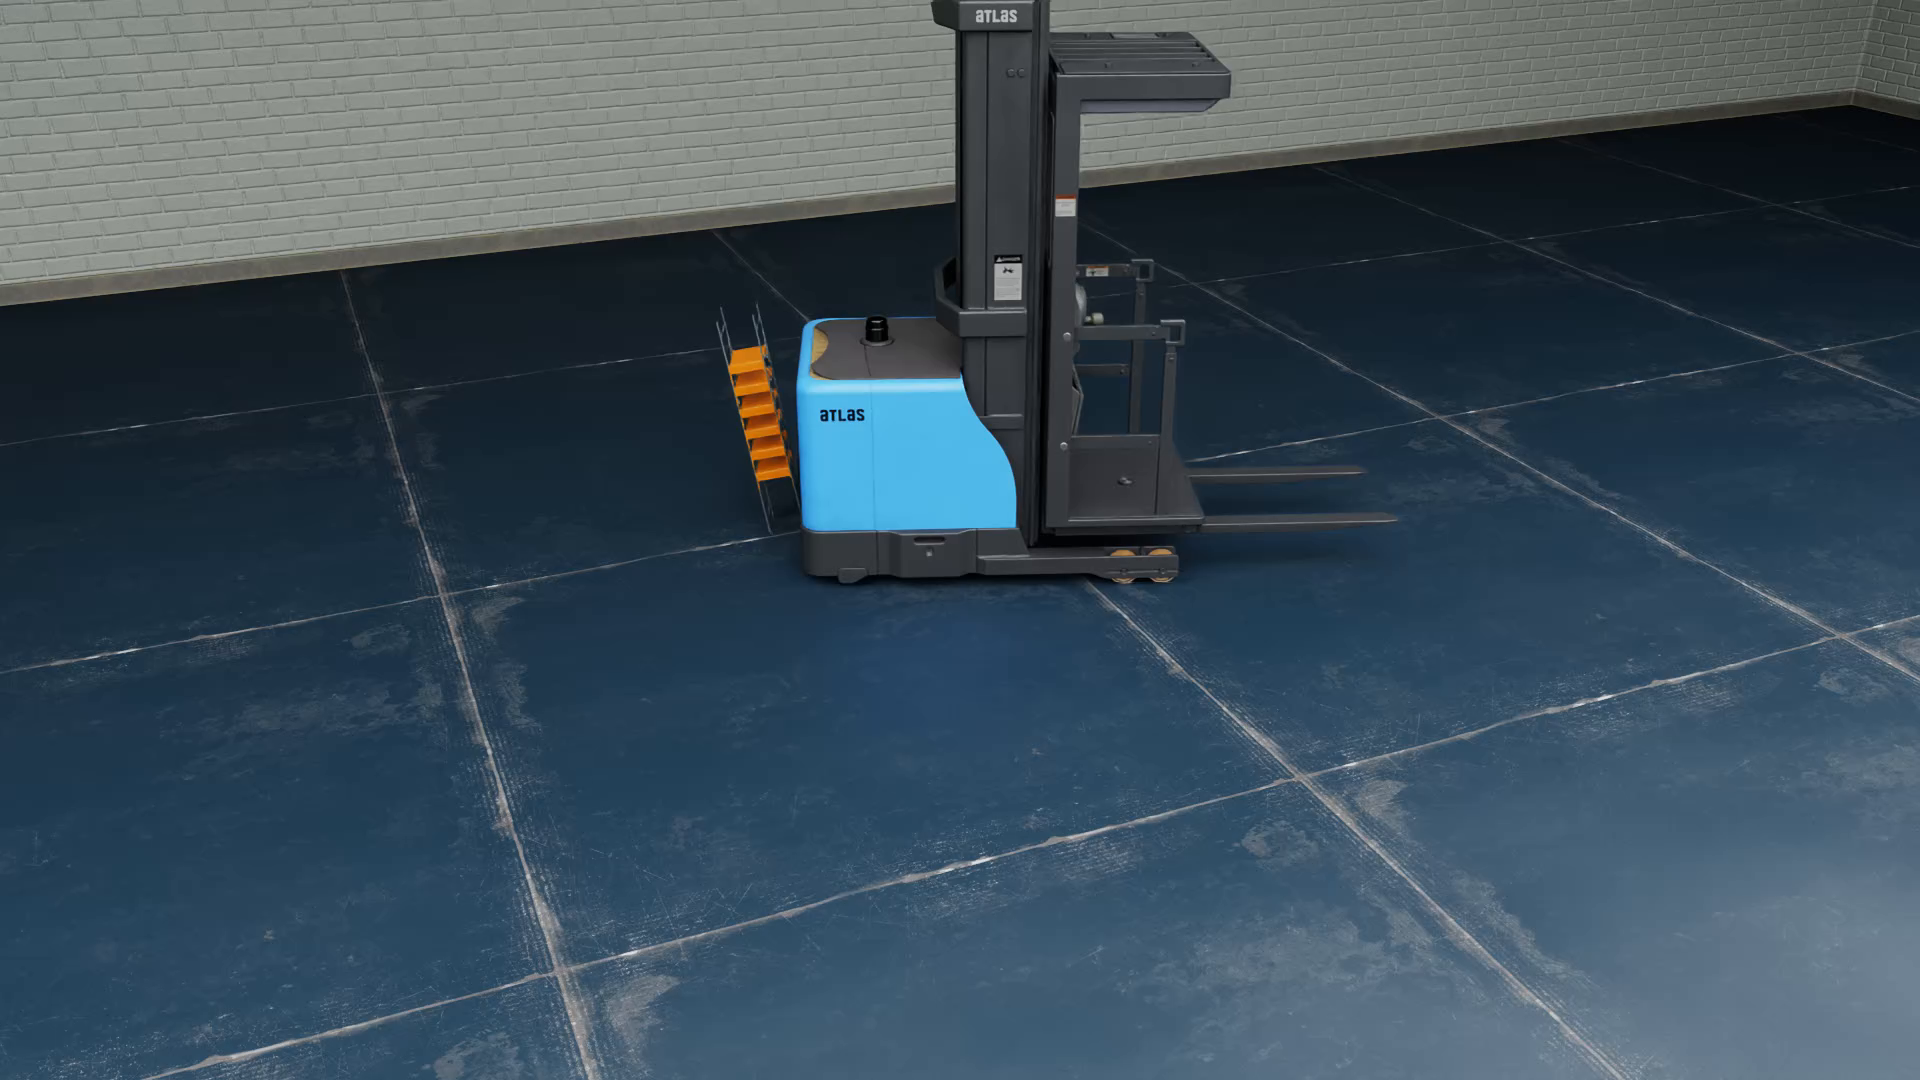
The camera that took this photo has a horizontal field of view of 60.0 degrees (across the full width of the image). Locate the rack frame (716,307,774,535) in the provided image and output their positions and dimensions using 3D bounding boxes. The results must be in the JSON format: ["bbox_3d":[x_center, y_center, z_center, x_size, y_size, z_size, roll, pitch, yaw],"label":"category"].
[{"bbox_3d":[-1.112,-0.607,8.645,0.006,1.200,0.240,-10,26,3],"label":"rack frame"}]

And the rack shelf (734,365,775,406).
[{"bbox_3d":[-1.056,-0.796,8.555,0.180,0.103,0.258,-10,26,3],"label":"rack shelf"}]

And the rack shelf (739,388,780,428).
[{"bbox_3d":[-1.035,-0.690,8.608,0.180,0.103,0.258,-10,26,3],"label":"rack shelf"}]

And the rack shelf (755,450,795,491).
[{"bbox_3d":[-0.972,-0.372,8.766,0.180,0.103,0.258,-10,26,3],"label":"rack shelf"}]

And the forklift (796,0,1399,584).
[{"bbox_3d":[0.704,-1.332,8.137,3.031,2.935,1.130,-1,26,-2],"label":"forklift"}]

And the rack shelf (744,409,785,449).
[{"bbox_3d":[-1.014,-0.584,8.660,0.180,0.103,0.258,-10,26,3],"label":"rack shelf"}]

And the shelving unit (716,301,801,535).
[{"bbox_3d":[-1.021,-0.623,8.641,0.189,1.200,0.258,-10,26,3],"label":"shelving unit"}]

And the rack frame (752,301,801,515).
[{"bbox_3d":[-0.931,-0.639,8.637,0.006,1.200,0.240,-10,26,3],"label":"rack frame"}]

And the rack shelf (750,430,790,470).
[{"bbox_3d":[-0.993,-0.478,8.713,0.180,0.103,0.258,-10,26,3],"label":"rack shelf"}]

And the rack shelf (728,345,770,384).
[{"bbox_3d":[-1.076,-0.901,8.503,0.180,0.103,0.258,-10,26,3],"label":"rack shelf"}]
